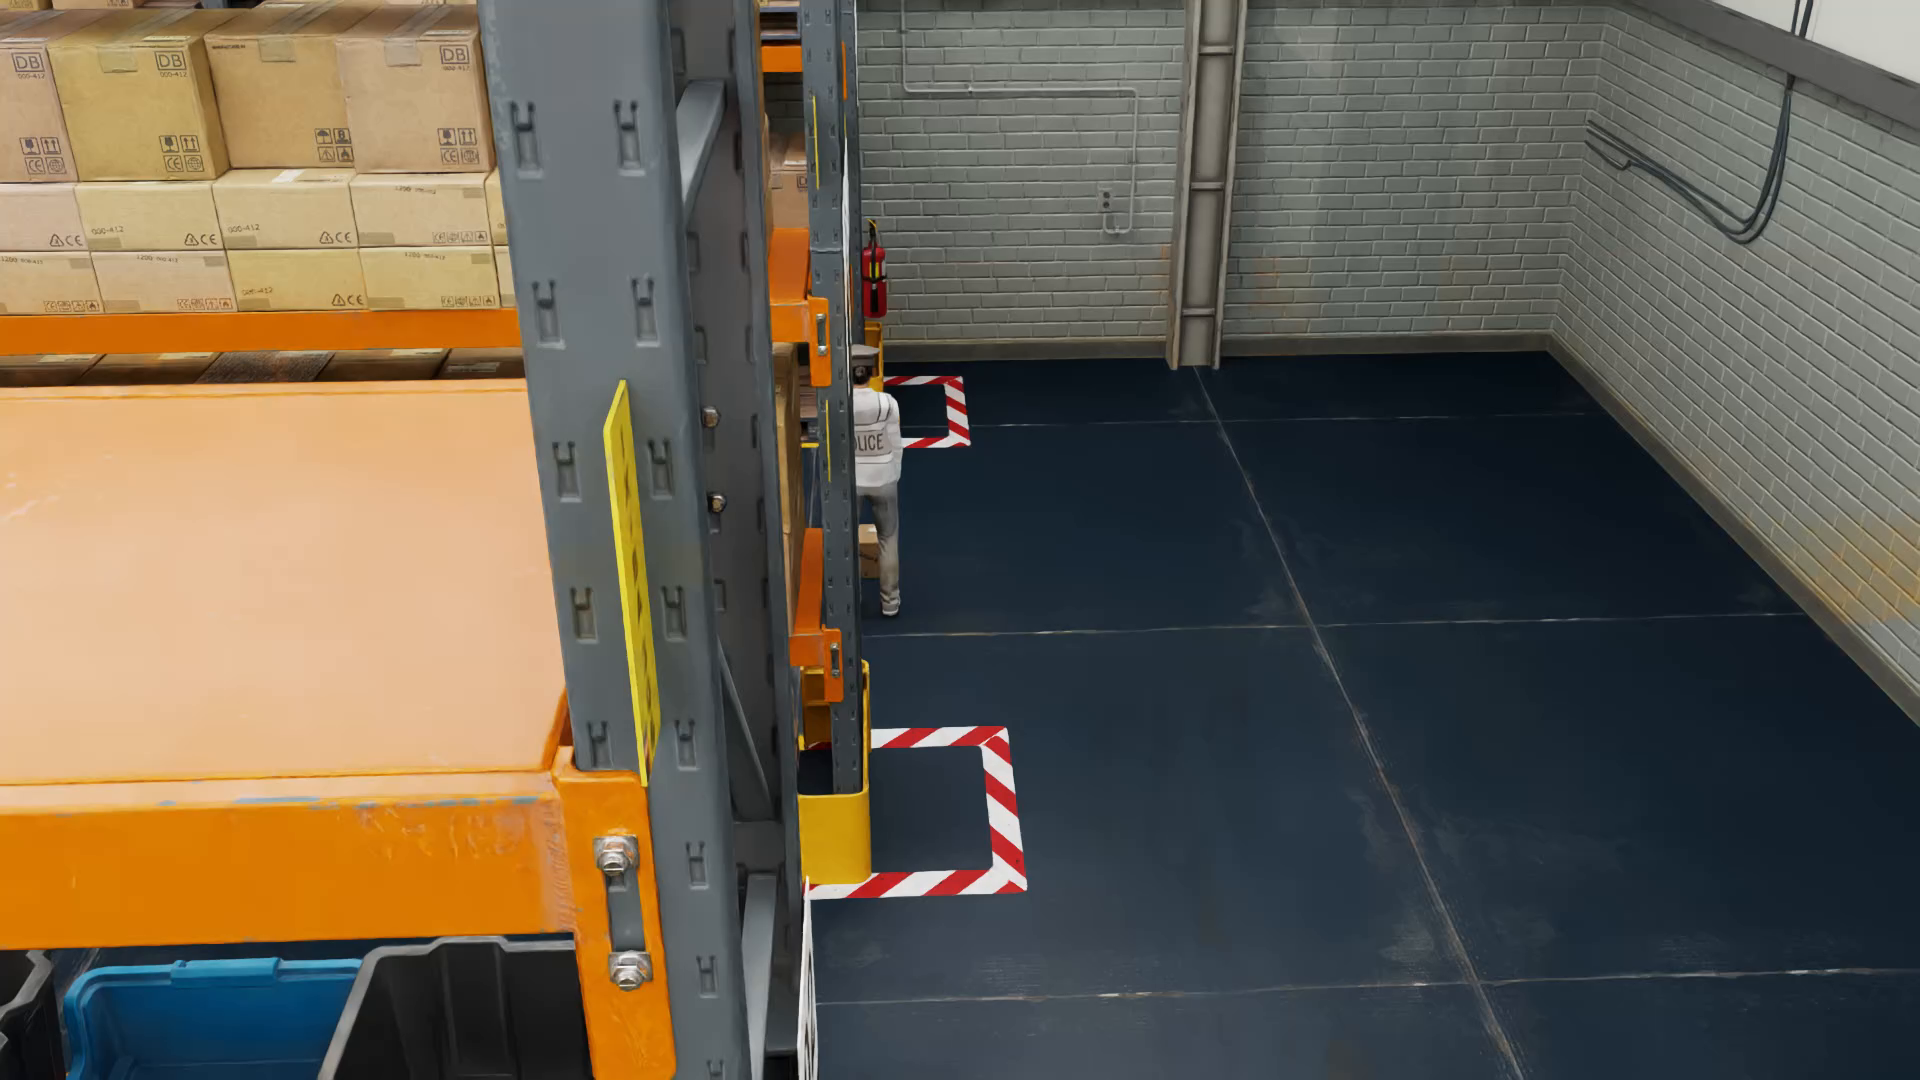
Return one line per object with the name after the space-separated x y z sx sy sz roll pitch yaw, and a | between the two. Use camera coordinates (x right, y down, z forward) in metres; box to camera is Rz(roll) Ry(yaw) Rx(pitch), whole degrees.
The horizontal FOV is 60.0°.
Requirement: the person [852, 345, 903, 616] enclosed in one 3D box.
-0.563 -0.328 9.608 0.476 1.658 0.352 -1 28 -2 | person
